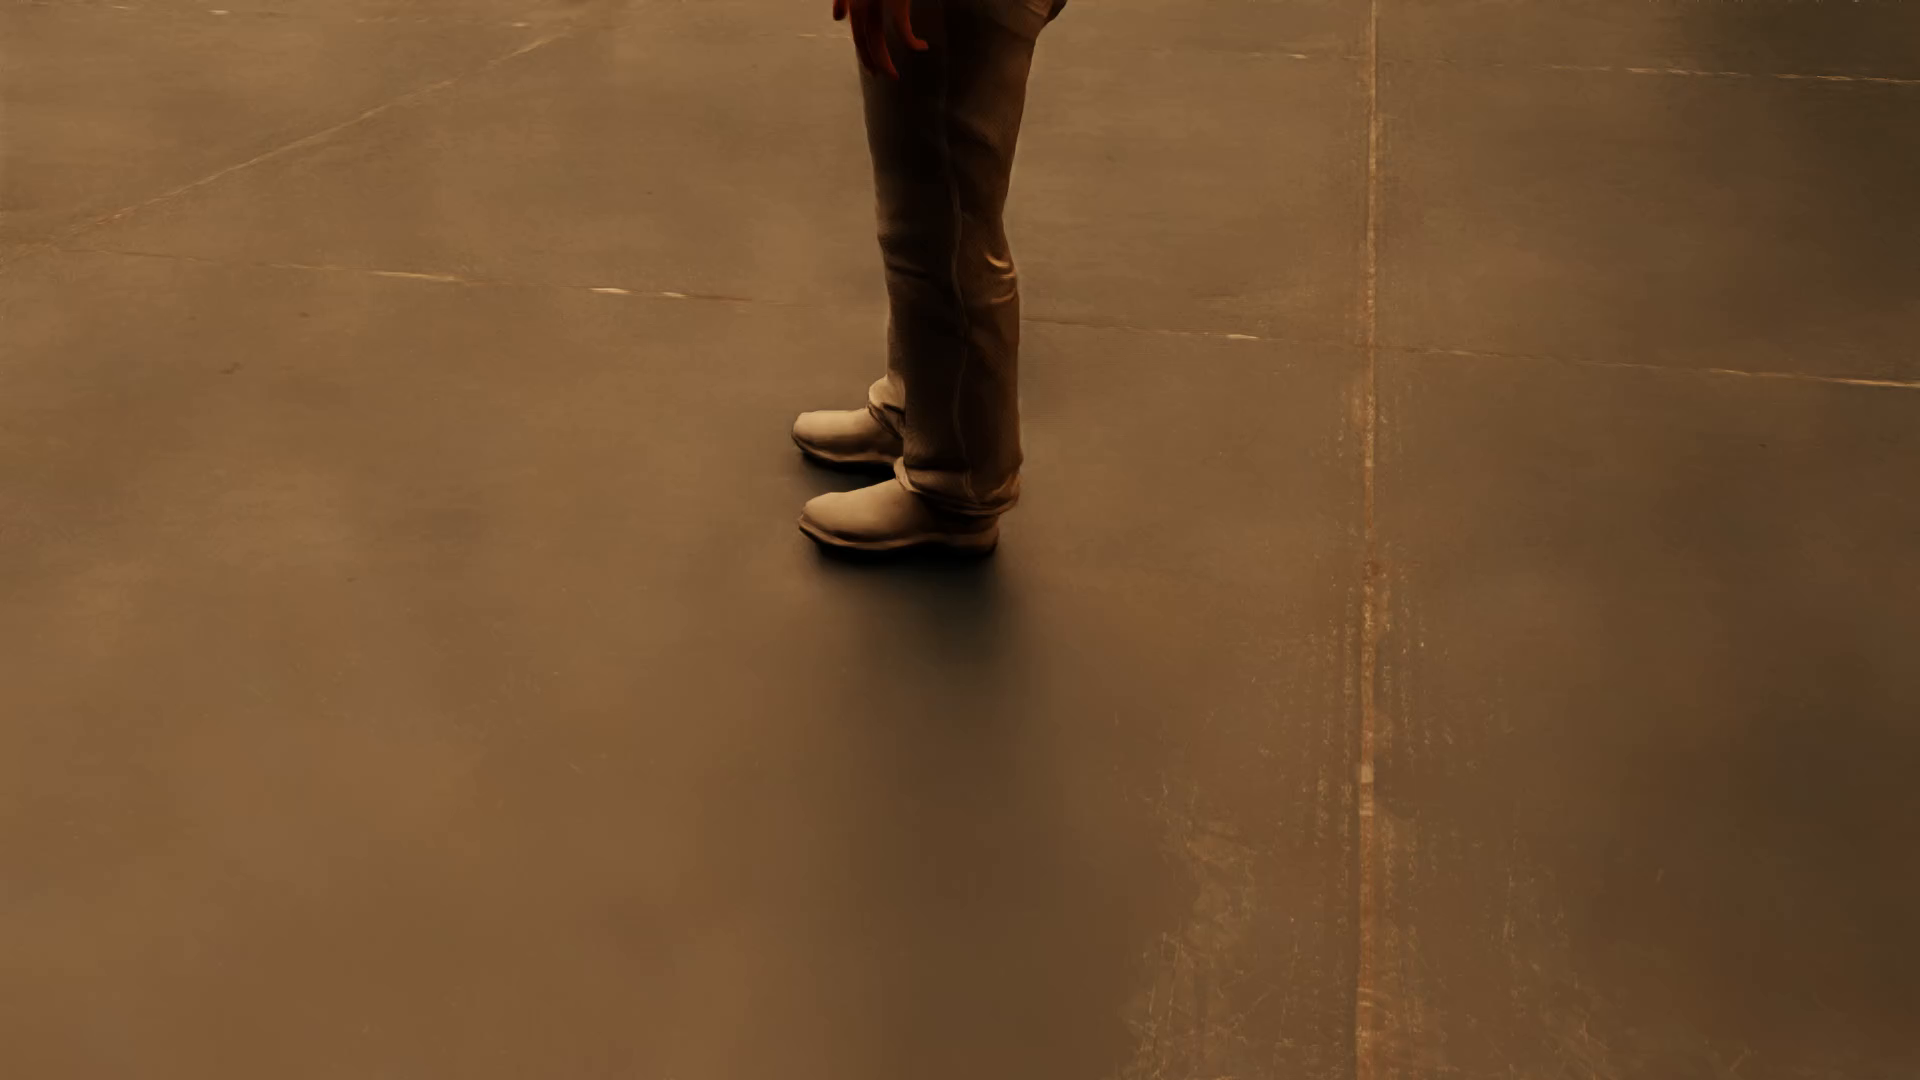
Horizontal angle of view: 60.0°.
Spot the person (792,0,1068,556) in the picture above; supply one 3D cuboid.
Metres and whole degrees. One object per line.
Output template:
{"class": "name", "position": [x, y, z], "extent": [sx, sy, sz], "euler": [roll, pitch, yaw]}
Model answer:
{"class": "person", "position": [-0.059, -0.808, 2.117], "extent": [0.567, 1.773, 0.632], "euler": [6, 27, 11]}
